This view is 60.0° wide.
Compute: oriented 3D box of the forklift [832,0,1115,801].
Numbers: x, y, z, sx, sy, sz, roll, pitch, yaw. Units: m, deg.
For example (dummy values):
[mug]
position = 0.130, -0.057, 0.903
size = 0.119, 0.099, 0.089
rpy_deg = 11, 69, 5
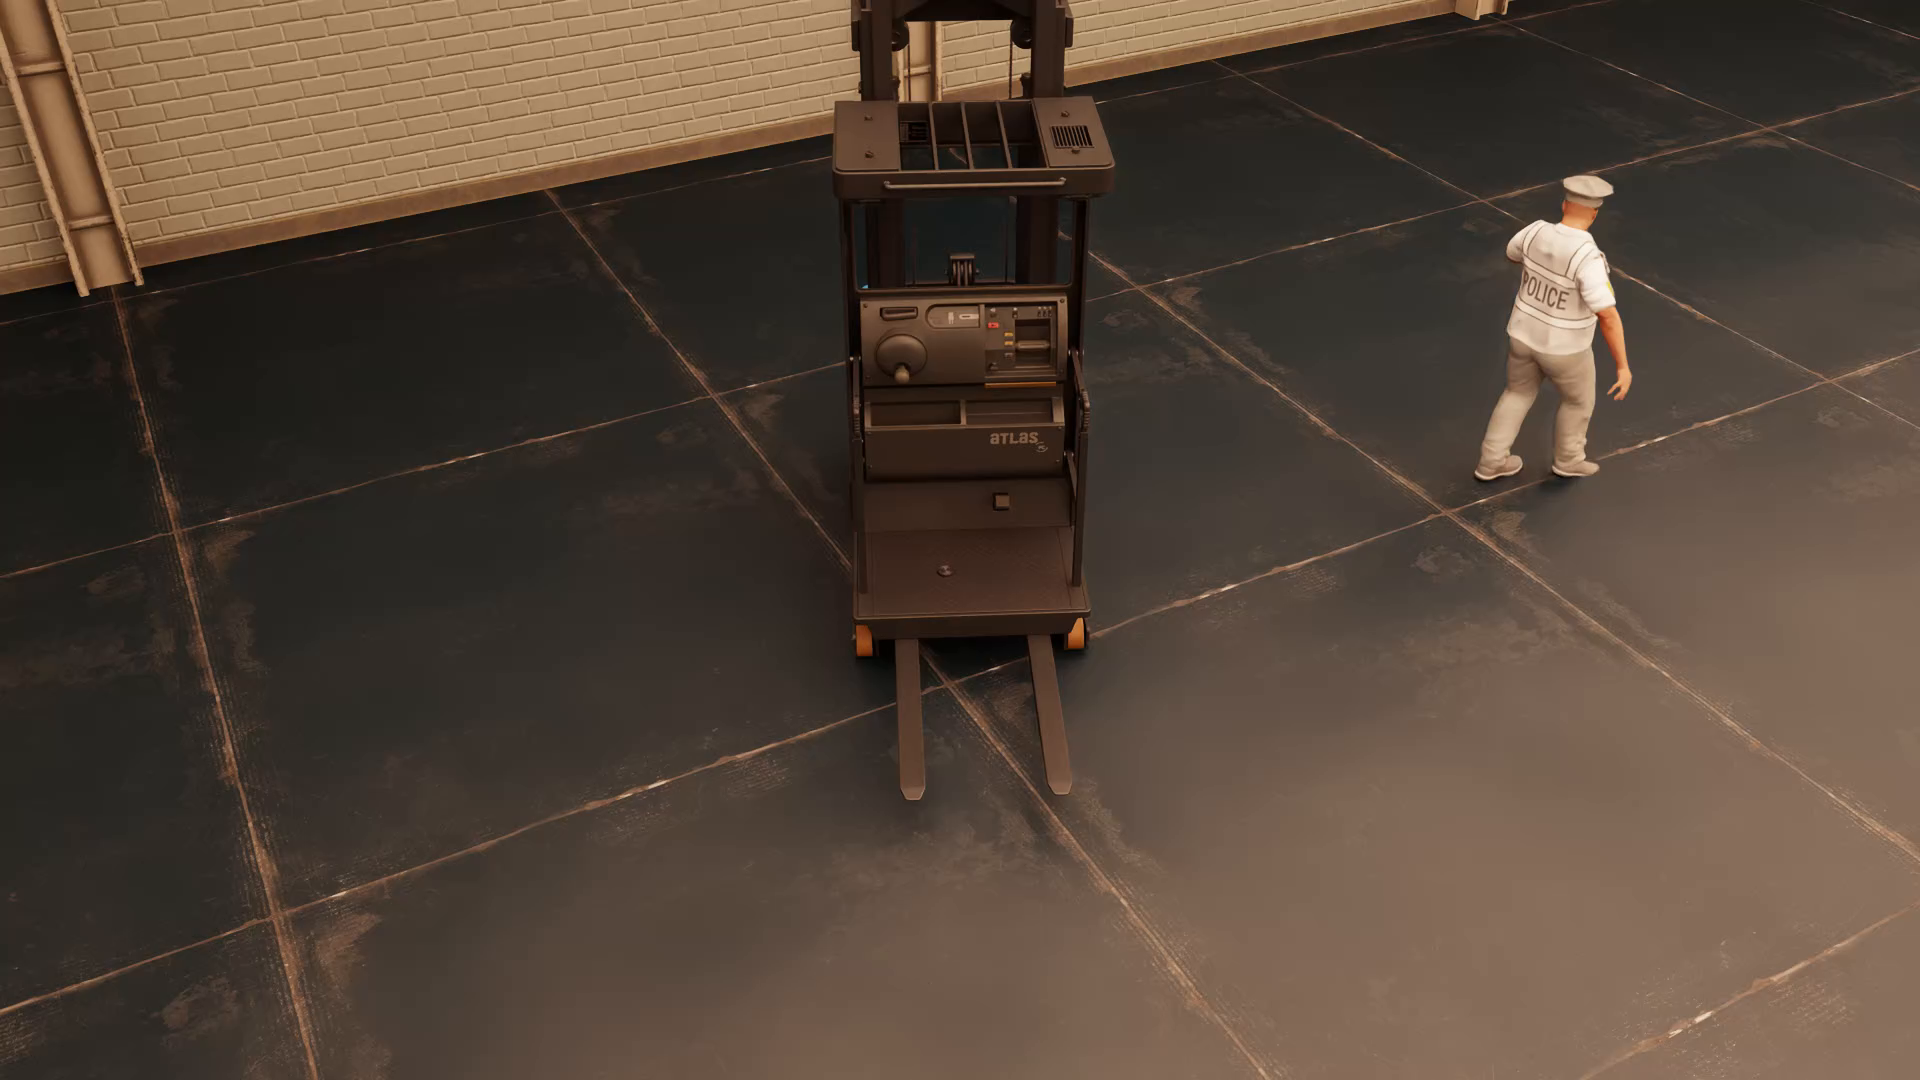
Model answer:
[forklift]
position = 0.033, -0.837, 7.307
size = 1.130, 2.935, 3.031
rpy_deg = -2, 35, -2

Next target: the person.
[person]
position = 3.193, -1.058, 8.710
size = 0.692, 1.756, 1.011
rpy_deg = -20, 40, -26
